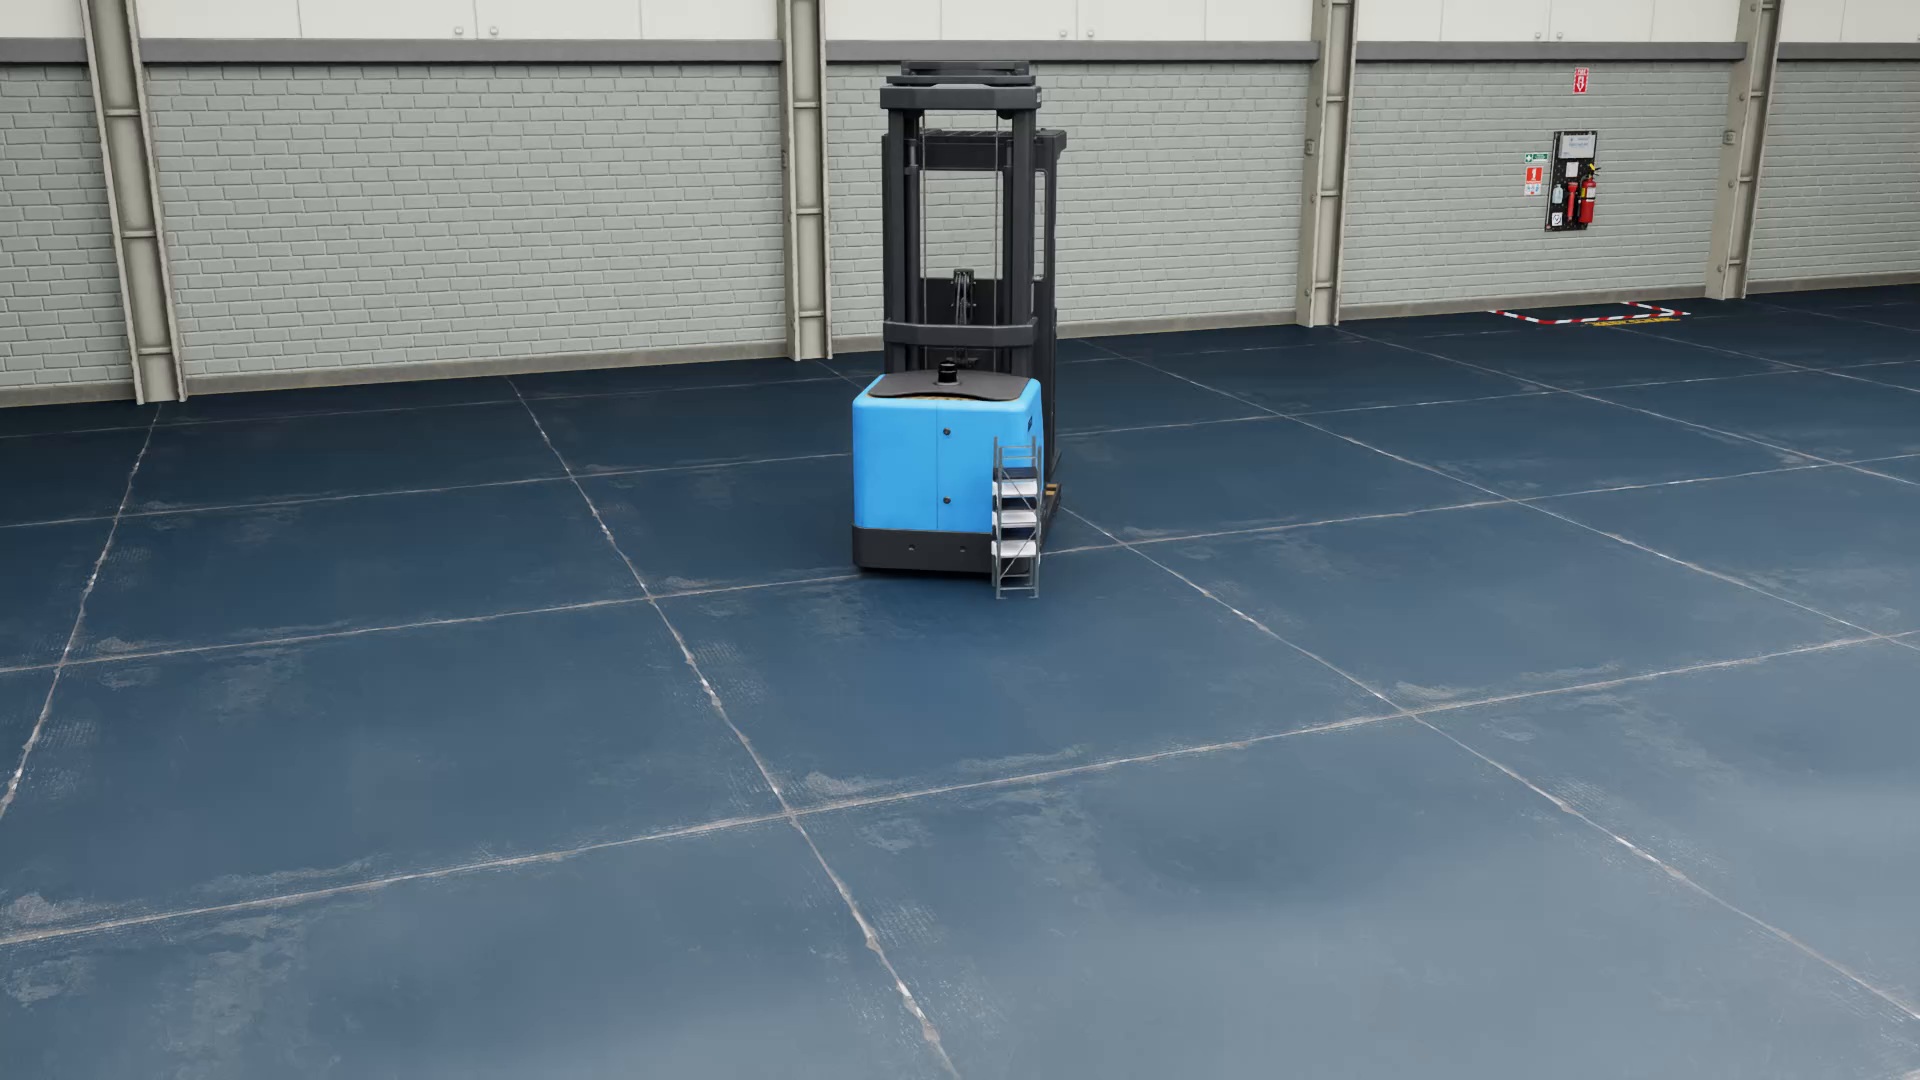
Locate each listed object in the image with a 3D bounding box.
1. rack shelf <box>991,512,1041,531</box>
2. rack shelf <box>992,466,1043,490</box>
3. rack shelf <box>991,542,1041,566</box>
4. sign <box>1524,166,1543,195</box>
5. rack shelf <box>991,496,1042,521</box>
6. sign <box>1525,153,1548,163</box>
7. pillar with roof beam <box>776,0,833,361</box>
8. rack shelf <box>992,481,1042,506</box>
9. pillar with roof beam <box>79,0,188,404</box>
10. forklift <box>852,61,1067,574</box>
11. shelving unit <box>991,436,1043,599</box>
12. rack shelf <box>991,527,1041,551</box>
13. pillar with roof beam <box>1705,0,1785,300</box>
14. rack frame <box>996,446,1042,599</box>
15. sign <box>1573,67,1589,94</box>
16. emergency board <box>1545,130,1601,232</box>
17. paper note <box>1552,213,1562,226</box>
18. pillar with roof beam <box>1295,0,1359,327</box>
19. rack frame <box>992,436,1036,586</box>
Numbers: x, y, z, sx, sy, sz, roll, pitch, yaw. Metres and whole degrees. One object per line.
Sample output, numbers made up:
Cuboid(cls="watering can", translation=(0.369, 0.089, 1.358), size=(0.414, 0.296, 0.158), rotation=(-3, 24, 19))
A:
Cuboid(cls="rack shelf", translation=(0.317, -0.094, 9.422), size=(0.258, 0.077, 0.200), rotation=(-2, 20, -6))
Cuboid(cls="rack shelf", translation=(0.319, -0.349, 9.331), size=(0.258, 0.077, 0.200), rotation=(-2, 20, -6))
Cuboid(cls="rack shelf", translation=(0.316, 0.075, 9.482), size=(0.258, 0.077, 0.200), rotation=(-2, 20, -6))
Cuboid(cls="sign", translation=(6.800, -4.260, 19.717), size=(0.234, 0.329, 0.001), rotation=(-6, 17, -20))
Cuboid(cls="rack shelf", translation=(0.318, -0.179, 9.391), size=(0.258, 0.077, 0.200), rotation=(-2, 20, -6))
Cuboid(cls="sign", translation=(6.808, -4.512, 19.636), size=(0.331, 0.109, 0.001), rotation=(-6, 17, -20))
Cuboid(cls="pillar with roof beam", translation=(0.010, -5.046, 11.811), size=(0.400, 9.000, 9.100), rotation=(-6, 17, -20))
Cuboid(cls="rack shelf", translation=(0.319, -0.264, 9.361), size=(0.258, 0.077, 0.200), rotation=(-2, 20, -6))
Cuboid(cls="pillar with roof beam", translation=(-5.593, -4.441, 9.751), size=(0.400, 9.000, 9.100), rotation=(-6, 17, -20))
Cuboid(cls="forklift", translation=(0.094, -1.580, 10.776), size=(1.130, 2.935, 3.031), rotation=(2, 17, 8))
Cuboid(cls="shelving unit", translation=(0.318, -0.126, 9.410), size=(0.258, 0.900, 0.210), rotation=(-2, 20, -6))
Cuboid(cls="rack shelf", translation=(0.317, -0.010, 9.452), size=(0.258, 0.077, 0.200), rotation=(-2, 20, -6))
Cuboid(cls="pillar with roof beam", translation=(11.215, -6.256, 15.931), size=(0.400, 9.000, 9.100), rotation=(-6, 17, -20))
Cuboid(cls="rack frame", translation=(0.329, -0.092, 9.315), size=(0.240, 0.900, 0.006), rotation=(-2, 20, -6))
Cuboid(cls="sign", translation=(7.311, -5.409, 19.579), size=(0.199, 0.298, 0.001), rotation=(-6, 17, -20))
Cuboid(cls="emergency board", translation=(7.354, -4.271, 19.819), size=(0.643, 1.169, 0.194), rotation=(-6, 17, -20))
Cuboid(cls="paper note", translation=(7.164, -3.849, 19.945), size=(0.142, 0.148, 0.016), rotation=(-6, 17, -20))
Cuboid(cls="pillar with roof beam", translation=(5.613, -5.651, 13.871), size=(0.400, 9.000, 9.100), rotation=(-6, 17, -20))
Cuboid(cls="rack frame", translation=(0.306, -0.160, 9.506), size=(0.240, 0.900, 0.006), rotation=(-2, 20, -6))
